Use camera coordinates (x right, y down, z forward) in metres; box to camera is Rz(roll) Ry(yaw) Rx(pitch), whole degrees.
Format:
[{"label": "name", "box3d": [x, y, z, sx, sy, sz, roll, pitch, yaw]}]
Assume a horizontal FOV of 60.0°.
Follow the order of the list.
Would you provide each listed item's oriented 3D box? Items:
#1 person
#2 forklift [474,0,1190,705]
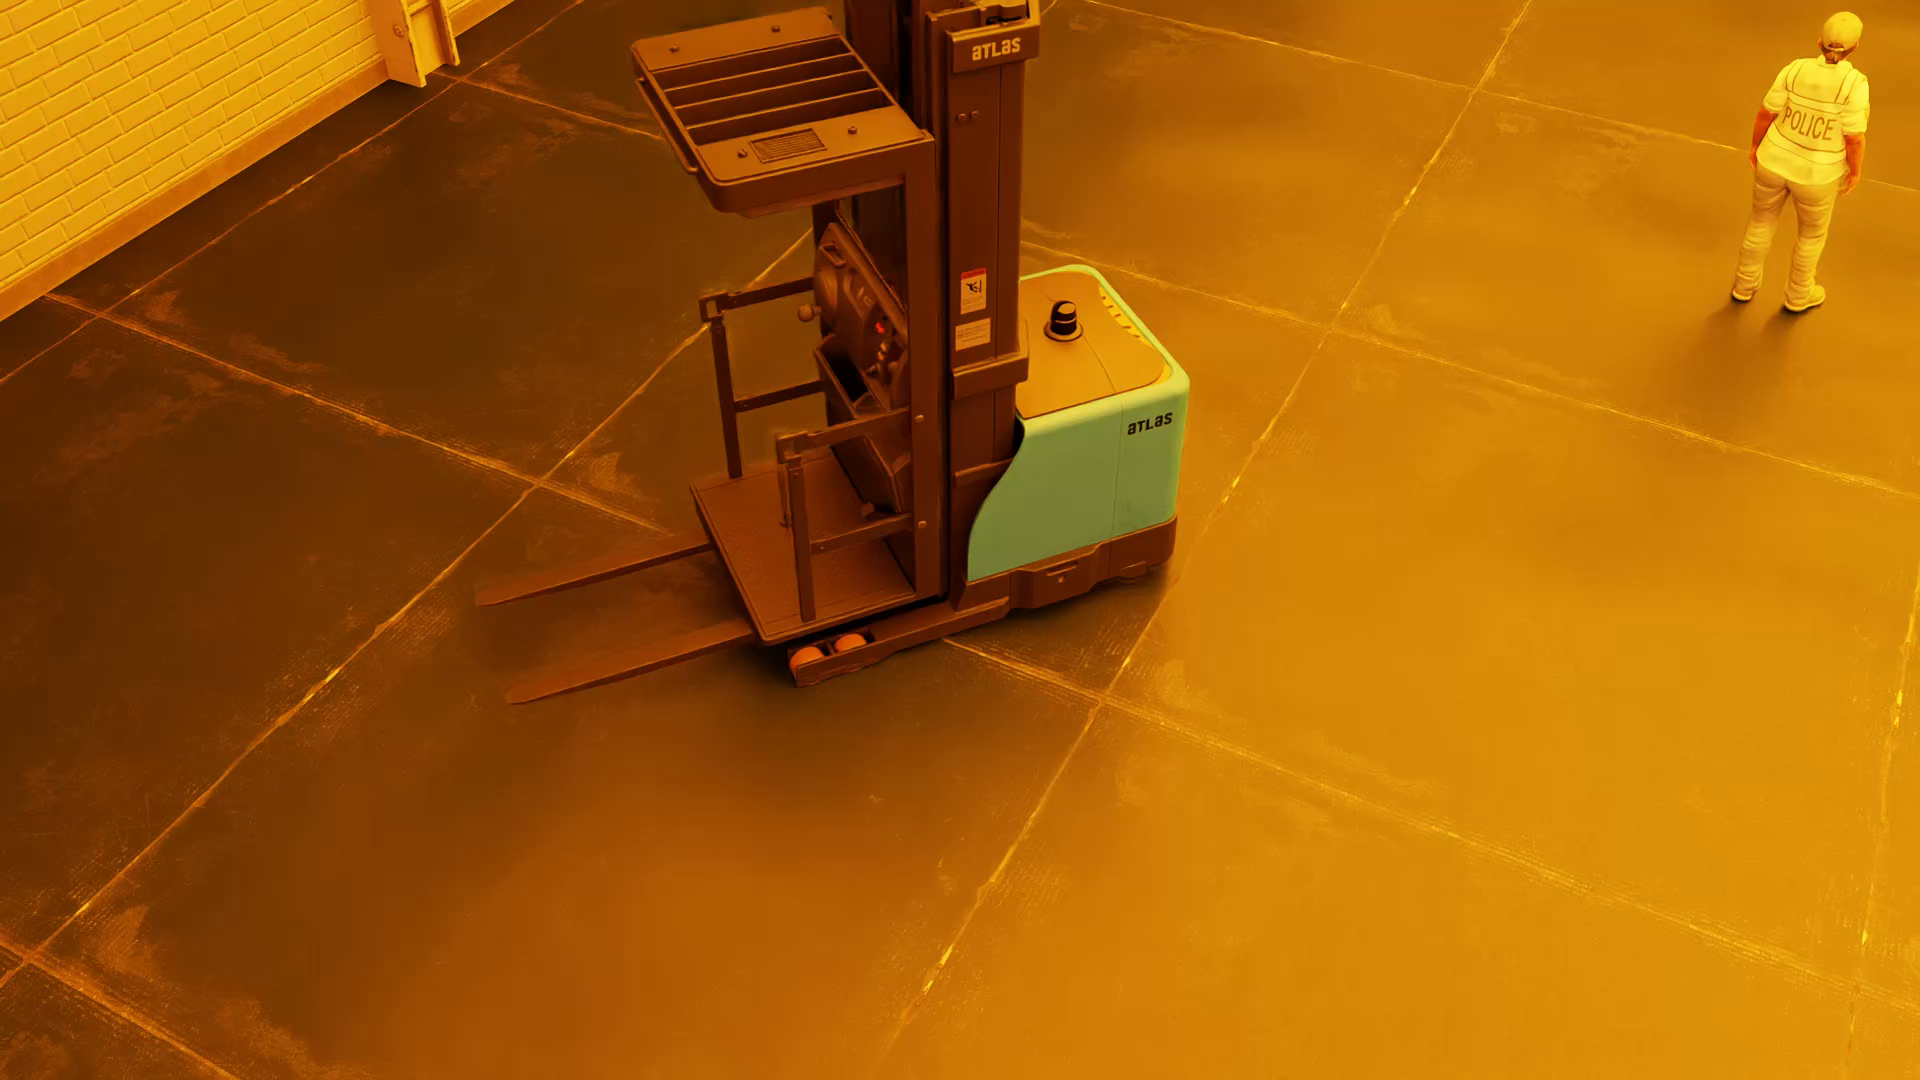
[{"label": "person", "box3d": [4.419, -1.968, 8.656, 0.593, 1.671, 0.526, 34, 53, 30]}, {"label": "forklift", "box3d": [-0.584, -0.859, 6.566, 3.031, 2.935, 1.130, -16, 46, -17]}]
